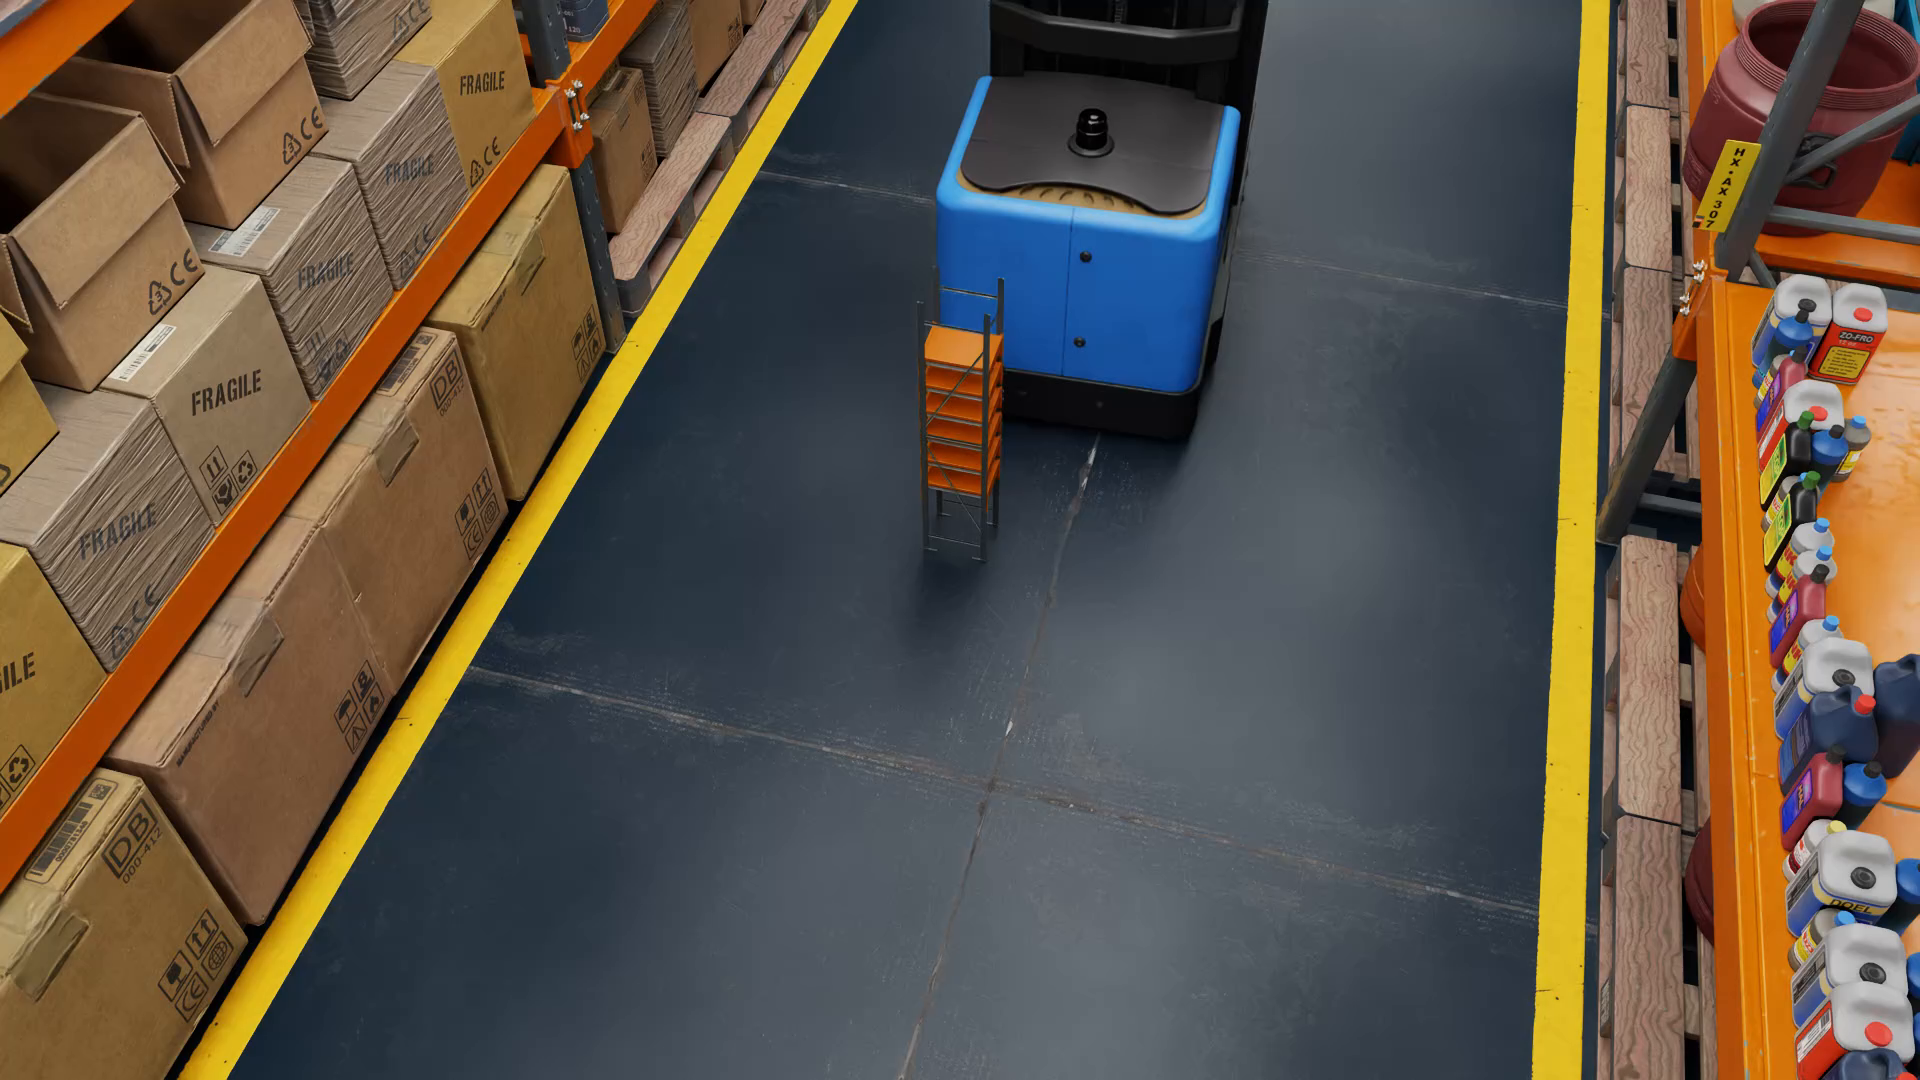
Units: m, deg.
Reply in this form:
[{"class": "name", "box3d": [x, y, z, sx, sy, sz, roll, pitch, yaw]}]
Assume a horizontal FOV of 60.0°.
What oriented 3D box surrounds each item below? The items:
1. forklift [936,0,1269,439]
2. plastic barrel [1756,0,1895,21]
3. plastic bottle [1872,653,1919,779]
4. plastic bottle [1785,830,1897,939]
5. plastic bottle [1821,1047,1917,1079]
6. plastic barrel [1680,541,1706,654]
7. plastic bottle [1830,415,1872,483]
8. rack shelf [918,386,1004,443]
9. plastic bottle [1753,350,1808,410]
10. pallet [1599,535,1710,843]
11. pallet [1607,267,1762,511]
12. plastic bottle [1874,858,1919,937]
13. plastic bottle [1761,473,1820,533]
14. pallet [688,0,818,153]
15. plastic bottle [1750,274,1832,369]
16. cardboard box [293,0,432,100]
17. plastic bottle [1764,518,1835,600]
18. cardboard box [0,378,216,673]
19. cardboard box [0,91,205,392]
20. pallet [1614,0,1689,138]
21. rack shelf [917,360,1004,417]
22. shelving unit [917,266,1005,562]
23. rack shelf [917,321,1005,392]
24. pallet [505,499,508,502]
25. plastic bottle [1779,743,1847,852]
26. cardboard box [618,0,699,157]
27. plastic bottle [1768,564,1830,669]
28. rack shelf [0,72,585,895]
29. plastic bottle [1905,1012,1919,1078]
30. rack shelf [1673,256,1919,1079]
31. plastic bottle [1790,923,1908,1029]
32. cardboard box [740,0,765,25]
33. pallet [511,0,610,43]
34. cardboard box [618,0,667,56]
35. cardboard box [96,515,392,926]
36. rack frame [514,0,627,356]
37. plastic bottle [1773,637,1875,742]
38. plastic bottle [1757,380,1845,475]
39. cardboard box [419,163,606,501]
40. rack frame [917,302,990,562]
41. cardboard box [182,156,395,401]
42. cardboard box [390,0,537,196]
[{"class": "forklift", "box3d": [0.717, -2.493, 6.496, 1.130, 2.935, 3.031, 9, 49, 8]}, {"class": "plastic barrel", "box3d": [2.943, -1.747, 5.717, 0.421, 0.512, 0.421, 0, 49, 0]}, {"class": "plastic bottle", "box3d": [2.224, 0.392, 3.936, 0.144, 0.351, 0.185, 12, 50, 10]}, {"class": "plastic bottle", "box3d": [1.943, 0.768, 3.655, 0.152, 0.276, 0.135, 12, 50, 10]}, {"class": "plastic bottle", "box3d": [1.801, 1.123, 3.291, 0.144, 0.351, 0.185, 12, 50, 10]}, {"class": "plastic barrel", "box3d": [2.766, 0.013, 5.406, 0.600, 0.830, 0.708, 12, 50, 10]}, {"class": "plastic bottle", "box3d": [2.456, -0.263, 4.614, 0.097, 0.201, 0.097, 0, 49, 0]}, {"class": "rack shelf", "box3d": [0.004, -0.458, 5.753, 0.258, 0.103, 0.180, 12, 50, 10]}, {"class": "plastic bottle", "box3d": [2.370, -0.460, 4.788, 0.097, 0.201, 0.097, 0, 49, 0]}, {"class": "pallet", "box3d": [2.711, 0.577, 5.600, 1.003, 0.211, 1.213, 12, 50, 10]}, {"class": "pallet", "box3d": [3.120, -0.554, 6.598, 1.003, 0.211, 1.213, 12, 50, 10]}, {"class": "plastic bottle", "box3d": [2.068, 0.780, 3.647, 0.097, 0.271, 0.097, 0, 49, 0]}, {"class": "plastic bottle", "box3d": [2.239, -0.099, 4.469, 0.097, 0.201, 0.097, 0, 49, 0]}, {"class": "pallet", "box3d": [-1.370, -2.423, 8.248, 1.003, 0.211, 1.213, 12, 50, 10]}, {"class": "plastic bottle", "box3d": [2.453, -0.634, 4.891, 0.152, 0.276, 0.135, 12, 50, 10]}, {"class": "cardboard box", "box3d": [-2.108, -1.741, 5.050, 0.797, 0.503, 0.637, 13, 50, 11]}, {"class": "plastic bottle", "box3d": [2.178, 0.045, 4.296, 0.097, 0.271, 0.097, 0, 49, 0]}, {"class": "cardboard box", "box3d": [-2.327, -0.050, 4.227, 0.500, 0.500, 0.500, 11, 49, 9]}, {"class": "cardboard box", "box3d": [-2.452, -0.783, 4.205, 0.797, 0.503, 0.637, 13, 50, 11]}, {"class": "pallet", "box3d": [3.762, -2.319, 8.156, 1.003, 0.211, 1.213, 12, 50, 10]}, {"class": "rack shelf", "box3d": [0.004, -0.537, 5.663, 0.258, 0.103, 0.180, 12, 50, 10]}, {"class": "shelving unit", "box3d": [0.004, -0.407, 5.809, 0.258, 1.200, 0.189, 12, 50, 10]}, {"class": "rack shelf", "box3d": [0.004, -0.616, 5.573, 0.258, 0.103, 0.180, 12, 50, 10]}, {"class": "pallet", "box3d": [-2.180, -0.423, 6.483, 1.003, 0.211, 1.213, 12, 50, 10]}, {"class": "plastic bottle", "box3d": [1.960, 0.589, 3.808, 0.061, 0.283, 0.133, 12, 50, 10]}, {"class": "cardboard box", "box3d": [-1.609, -2.112, 7.487, 0.700, 0.500, 0.500, 8, 49, 7]}, {"class": "plastic bottle", "box3d": [2.105, 0.191, 4.159, 0.061, 0.283, 0.133, 12, 50, 10]}, {"class": "rack shelf", "box3d": [-2.426, -0.217, 4.920, 1.077, 0.370, 4.000, 12, 50, 10]}, {"class": "plastic bottle", "box3d": [1.972, 1.045, 3.413, 0.097, 0.271, 0.097, 0, 49, 0]}, {"class": "rack shelf", "box3d": [2.352, 0.761, 4.058, 1.077, 0.370, 4.000, 12, 50, 10]}, {"class": "plastic bottle", "box3d": [1.882, 0.935, 3.507, 0.152, 0.276, 0.135, 12, 50, 10]}, {"class": "cardboard box", "box3d": [-1.320, -2.927, 8.206, 0.700, 0.500, 0.500, 8, 49, 7]}, {"class": "pallet", "box3d": [-1.815, -2.374, 6.473, 1.213, 0.211, 1.003, 12, 50, 10]}, {"class": "cardboard box", "box3d": [-1.622, -2.344, 7.192, 0.500, 0.250, 0.500, 17, 51, 14]}, {"class": "cardboard box", "box3d": [-2.569, 0.443, 4.996, 1.225, 0.875, 0.875, 10, 49, 9]}, {"class": "rack frame", "box3d": [-1.900, -1.901, 5.927, 1.000, 3.000, 0.127, 12, 50, 10]}, {"class": "plastic bottle", "box3d": [2.088, 0.370, 4.006, 0.152, 0.276, 0.135, 12, 50, 10]}, {"class": "plastic bottle", "box3d": [2.331, -0.299, 4.596, 0.152, 0.276, 0.135, 12, 50, 10]}, {"class": "cardboard box", "box3d": [-2.101, -0.842, 6.130, 1.225, 0.875, 0.875, 9, 49, 8]}, {"class": "rack frame", "box3d": [-0.020, -0.341, 5.751, 0.240, 1.200, 0.006, 12, 50, 10]}, {"class": "cardboard box", "box3d": [-2.061, -0.793, 4.882, 0.500, 0.500, 0.500, 10, 49, 9]}, {"class": "cardboard box", "box3d": [-1.790, -1.528, 5.532, 0.500, 0.500, 0.500, 13, 50, 11]}]
